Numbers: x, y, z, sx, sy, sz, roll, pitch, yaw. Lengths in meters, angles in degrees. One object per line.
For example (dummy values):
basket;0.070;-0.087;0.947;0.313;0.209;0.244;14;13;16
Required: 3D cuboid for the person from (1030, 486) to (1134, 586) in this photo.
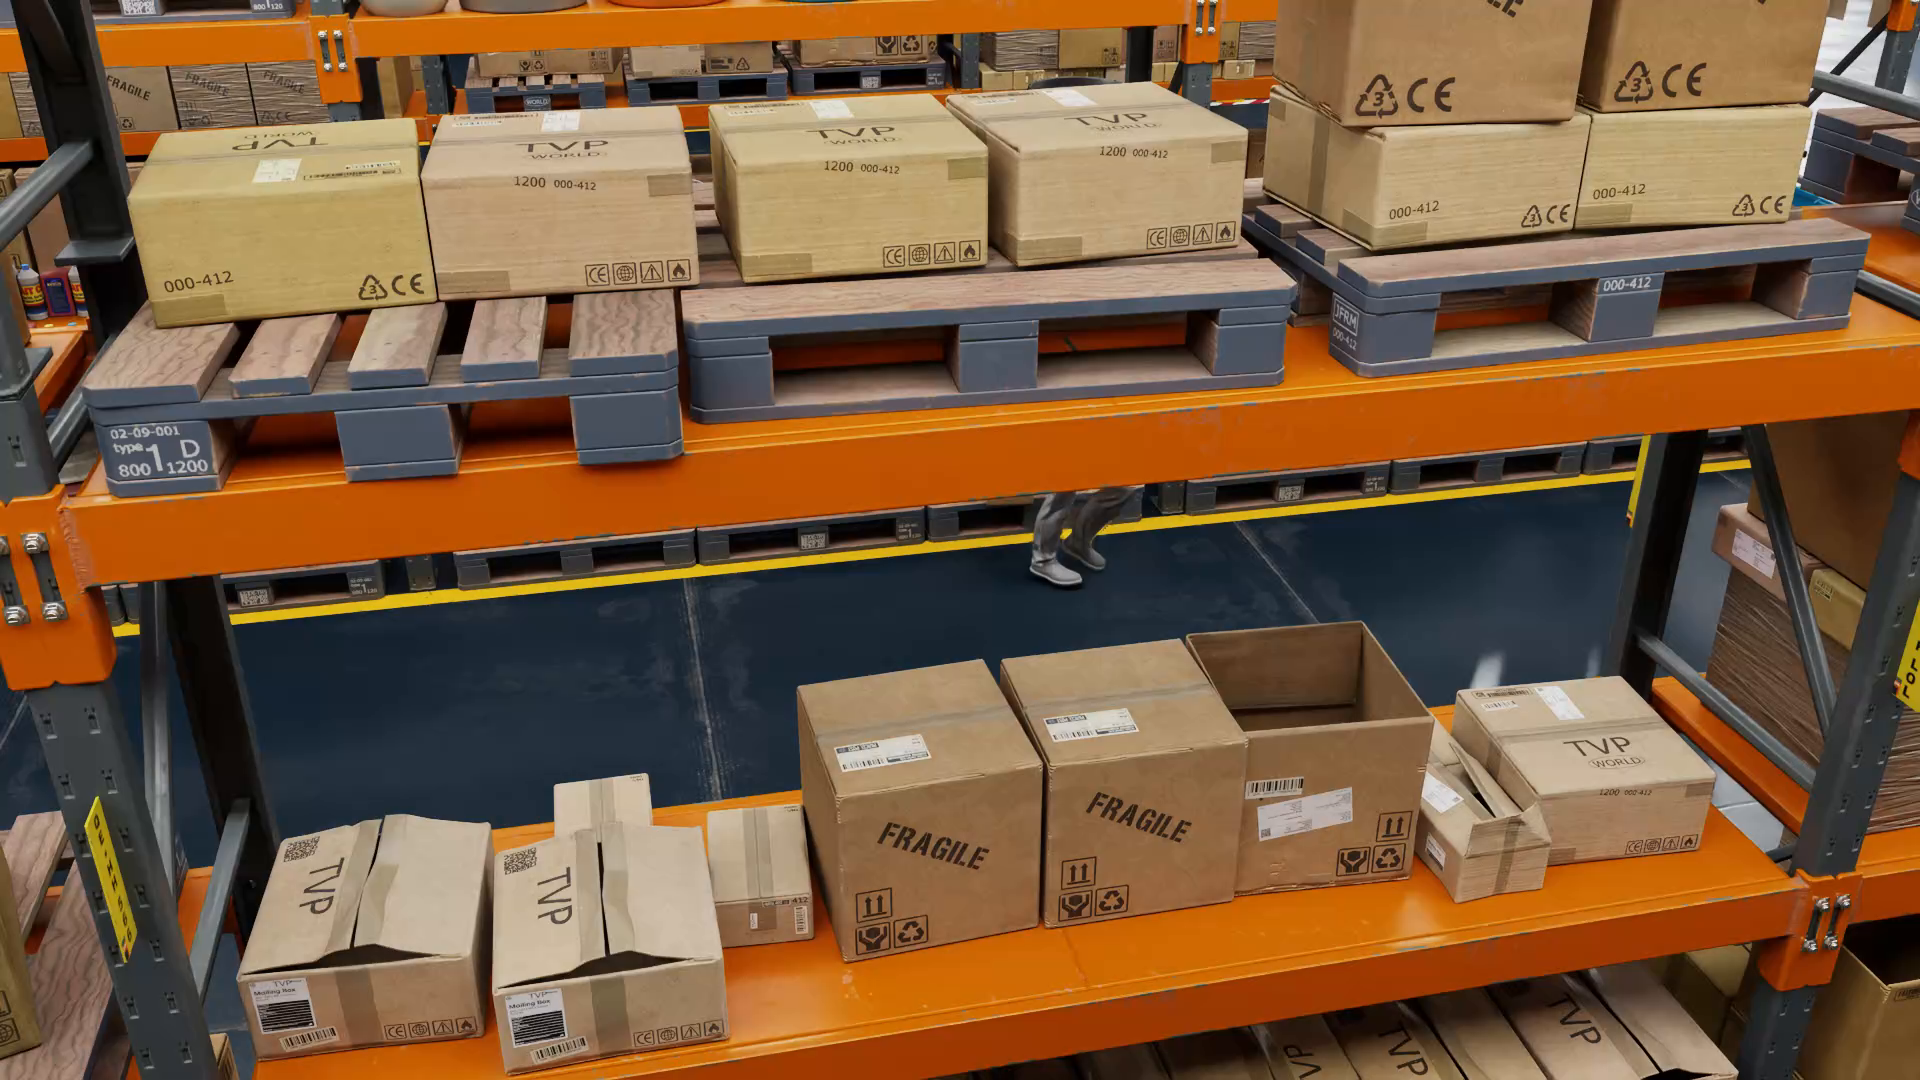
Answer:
person;0.579;-0.520;8.091;0.484;1.673;0.525;13;30;24
